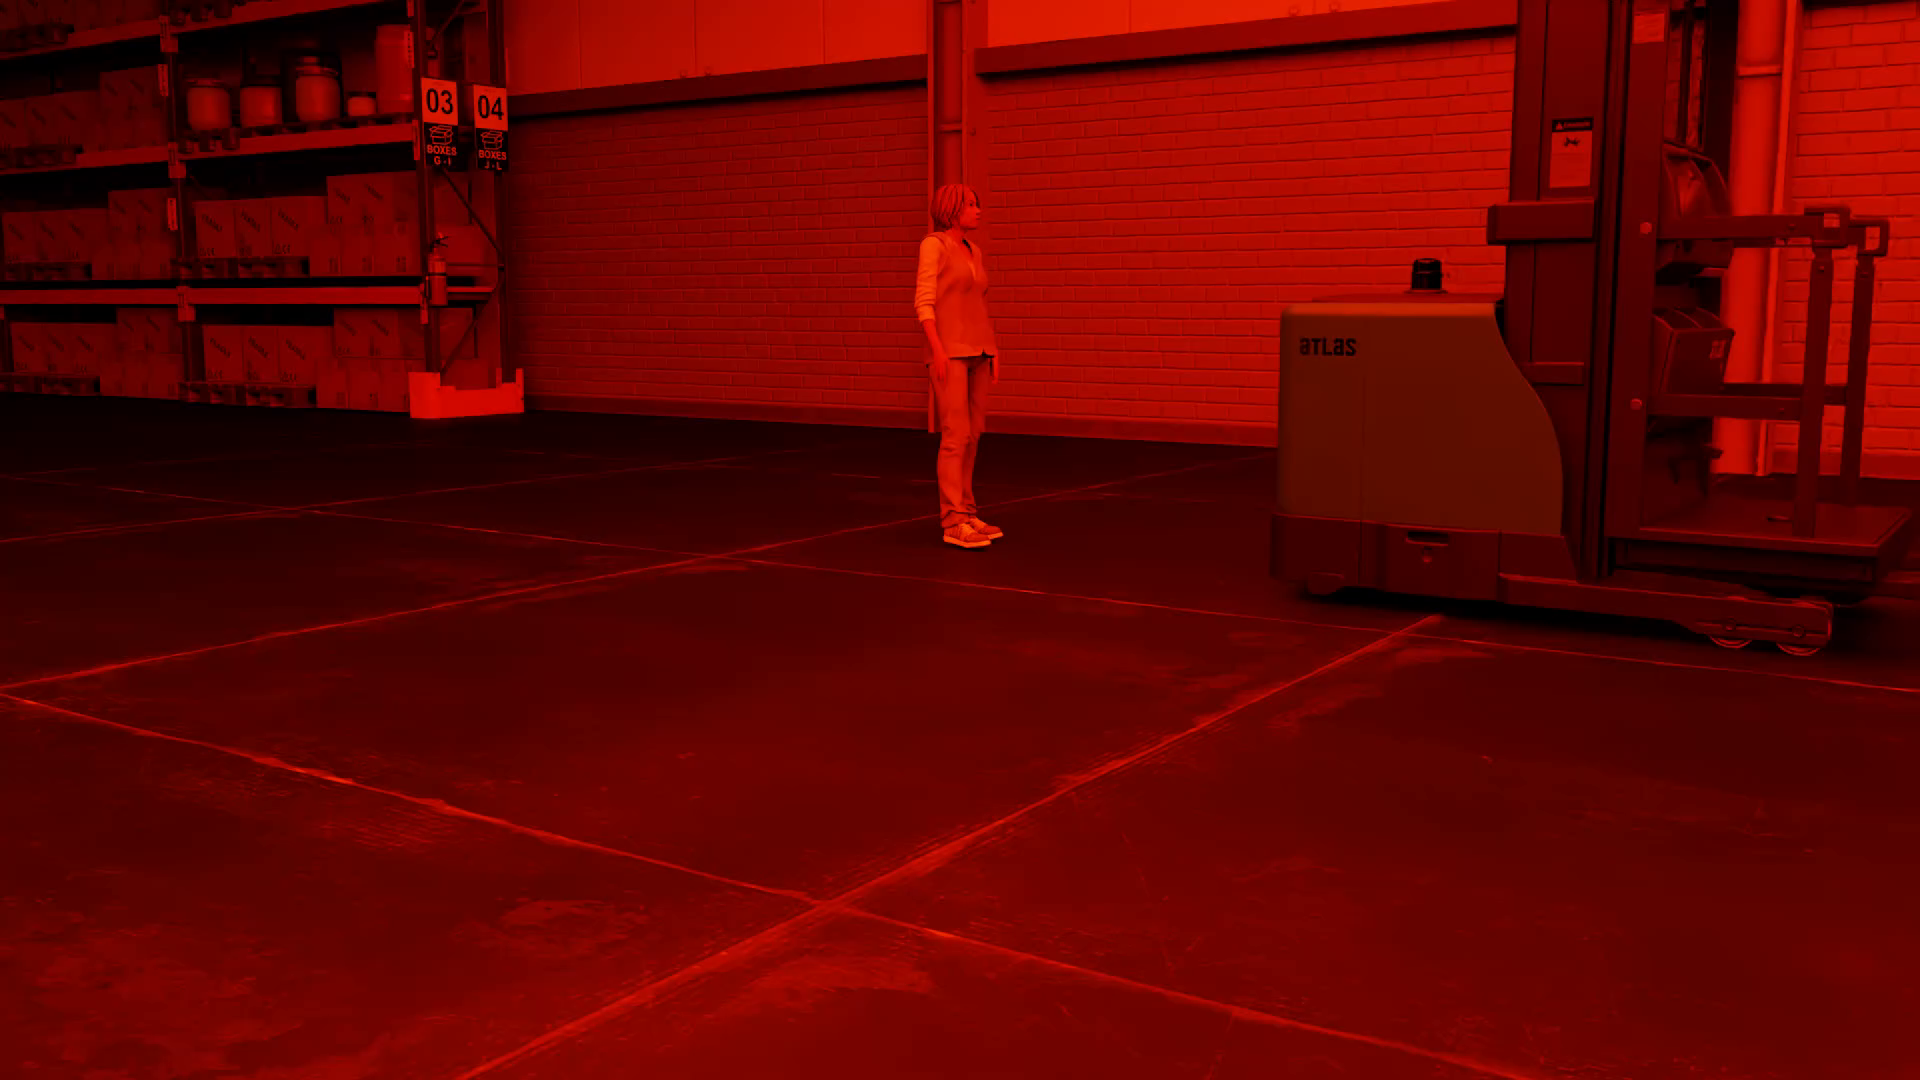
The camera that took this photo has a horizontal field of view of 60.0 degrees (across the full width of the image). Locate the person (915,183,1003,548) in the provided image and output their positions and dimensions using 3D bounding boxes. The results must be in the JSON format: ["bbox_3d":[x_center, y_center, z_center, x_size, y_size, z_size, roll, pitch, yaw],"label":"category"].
[{"bbox_3d":[0.054,-0.791,7.437,0.473,1.599,0.520,5,10,34],"label":"person"}]

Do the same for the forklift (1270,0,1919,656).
[{"bbox_3d":[2.646,-1.180,5.488,3.031,2.935,1.130,6,10,34],"label":"forklift"}]
